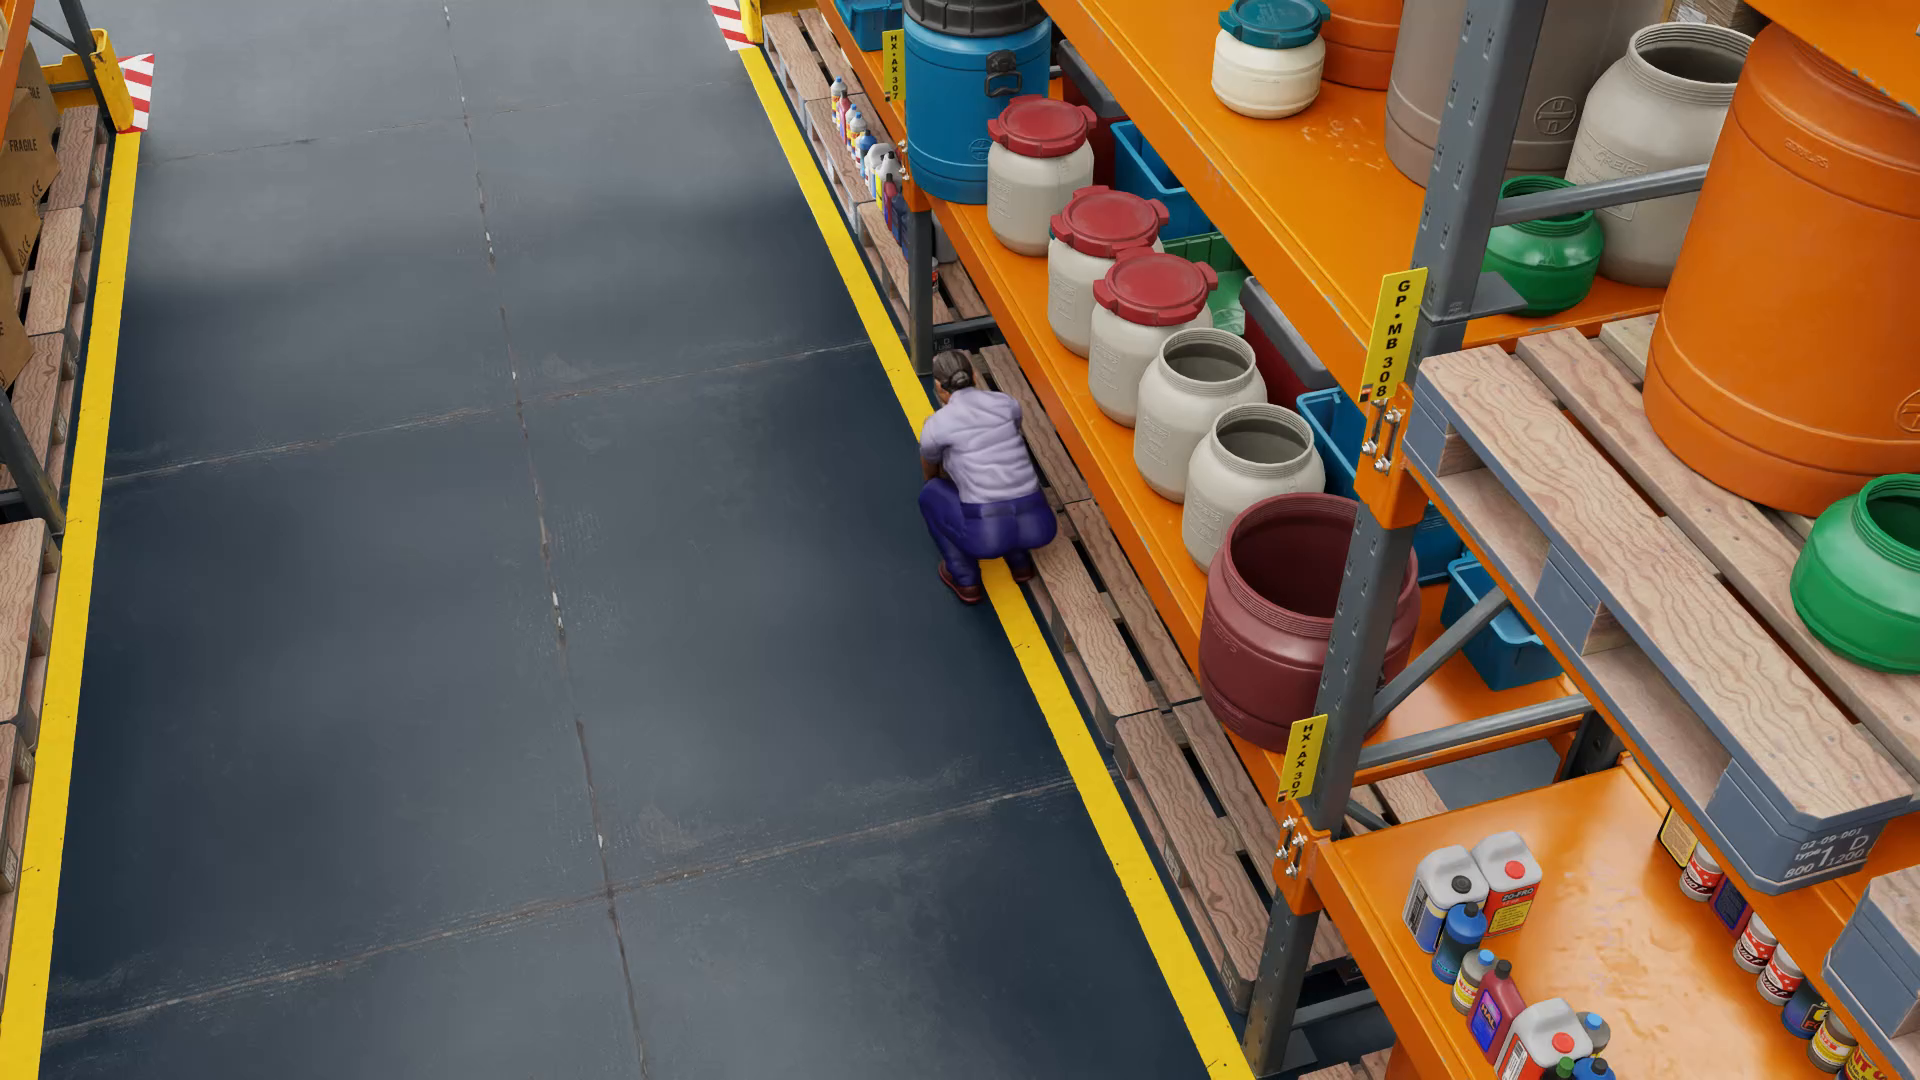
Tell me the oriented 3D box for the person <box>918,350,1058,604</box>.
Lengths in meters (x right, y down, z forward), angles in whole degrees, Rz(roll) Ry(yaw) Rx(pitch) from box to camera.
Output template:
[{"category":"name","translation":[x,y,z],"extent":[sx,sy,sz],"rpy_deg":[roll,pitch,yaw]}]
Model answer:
[{"category":"person","translation":[0.089,-0.269,7.001],"extent":[0.508,0.942,0.843],"rpy_deg":[-13,44,-13]}]
